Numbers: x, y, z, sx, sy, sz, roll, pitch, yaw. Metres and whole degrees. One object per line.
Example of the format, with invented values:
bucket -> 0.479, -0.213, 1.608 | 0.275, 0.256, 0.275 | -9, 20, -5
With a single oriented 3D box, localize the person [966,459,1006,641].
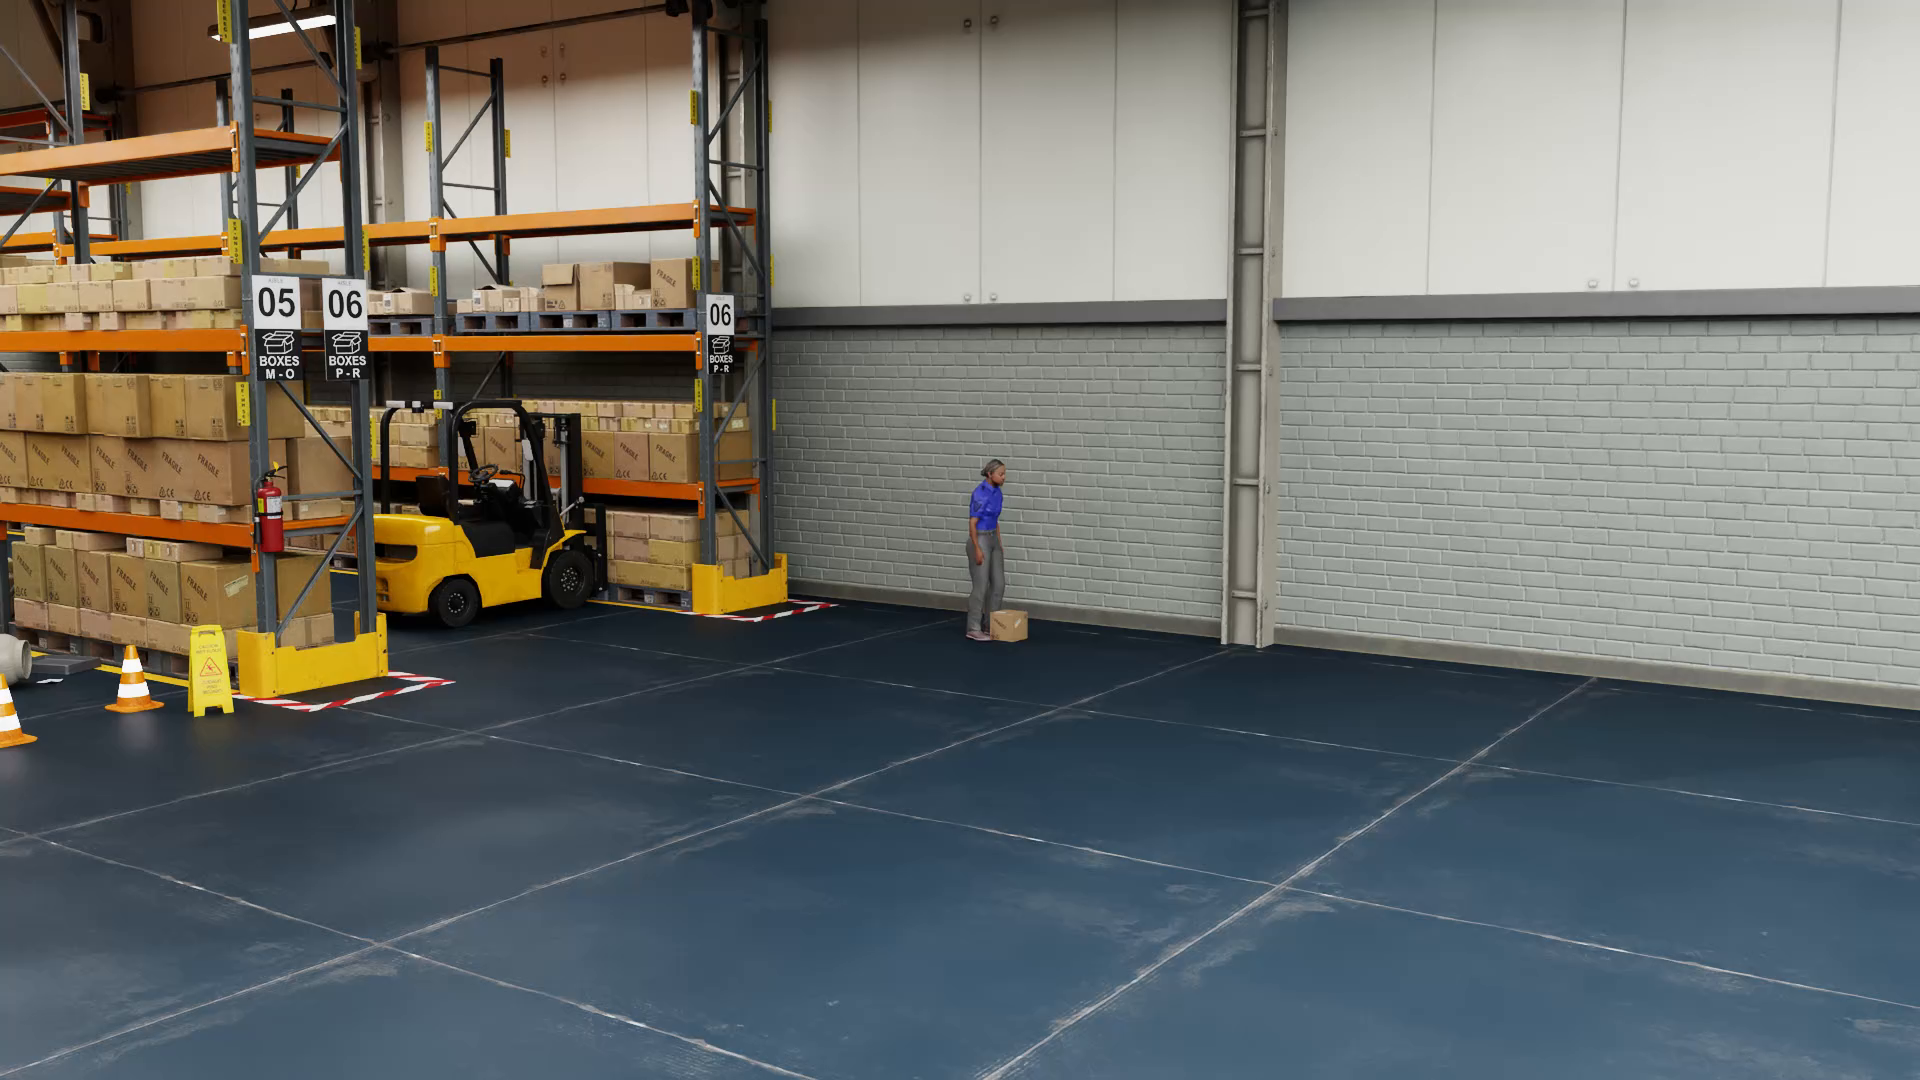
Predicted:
person -> 0.272, 0.078, 15.333 | 0.400, 1.655, 0.532 | 4, 7, 30
